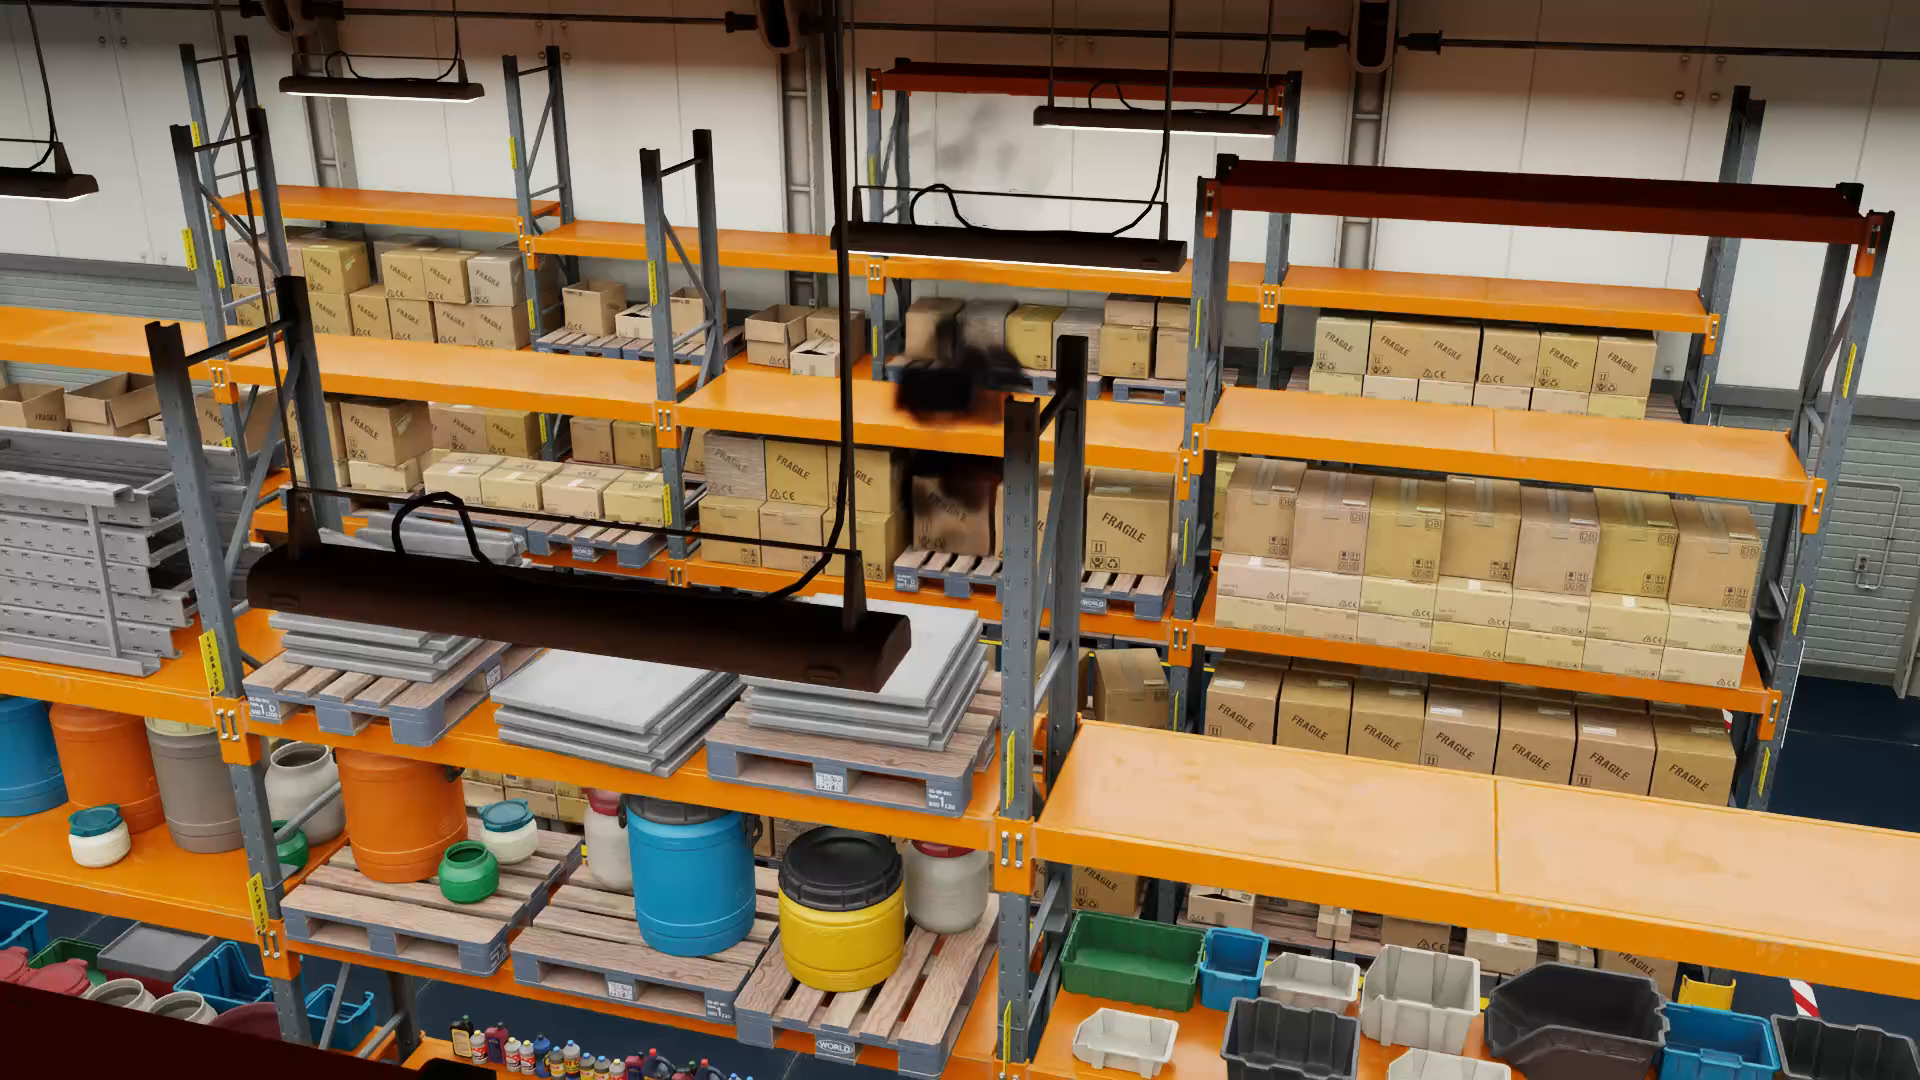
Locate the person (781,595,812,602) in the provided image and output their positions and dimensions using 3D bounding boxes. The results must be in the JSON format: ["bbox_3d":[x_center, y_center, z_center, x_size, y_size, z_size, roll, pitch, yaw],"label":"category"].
[{"bbox_3d":[-1.554,0.702,16.717,0.891,1.771,0.655,6,23,14],"label":"person"}]
